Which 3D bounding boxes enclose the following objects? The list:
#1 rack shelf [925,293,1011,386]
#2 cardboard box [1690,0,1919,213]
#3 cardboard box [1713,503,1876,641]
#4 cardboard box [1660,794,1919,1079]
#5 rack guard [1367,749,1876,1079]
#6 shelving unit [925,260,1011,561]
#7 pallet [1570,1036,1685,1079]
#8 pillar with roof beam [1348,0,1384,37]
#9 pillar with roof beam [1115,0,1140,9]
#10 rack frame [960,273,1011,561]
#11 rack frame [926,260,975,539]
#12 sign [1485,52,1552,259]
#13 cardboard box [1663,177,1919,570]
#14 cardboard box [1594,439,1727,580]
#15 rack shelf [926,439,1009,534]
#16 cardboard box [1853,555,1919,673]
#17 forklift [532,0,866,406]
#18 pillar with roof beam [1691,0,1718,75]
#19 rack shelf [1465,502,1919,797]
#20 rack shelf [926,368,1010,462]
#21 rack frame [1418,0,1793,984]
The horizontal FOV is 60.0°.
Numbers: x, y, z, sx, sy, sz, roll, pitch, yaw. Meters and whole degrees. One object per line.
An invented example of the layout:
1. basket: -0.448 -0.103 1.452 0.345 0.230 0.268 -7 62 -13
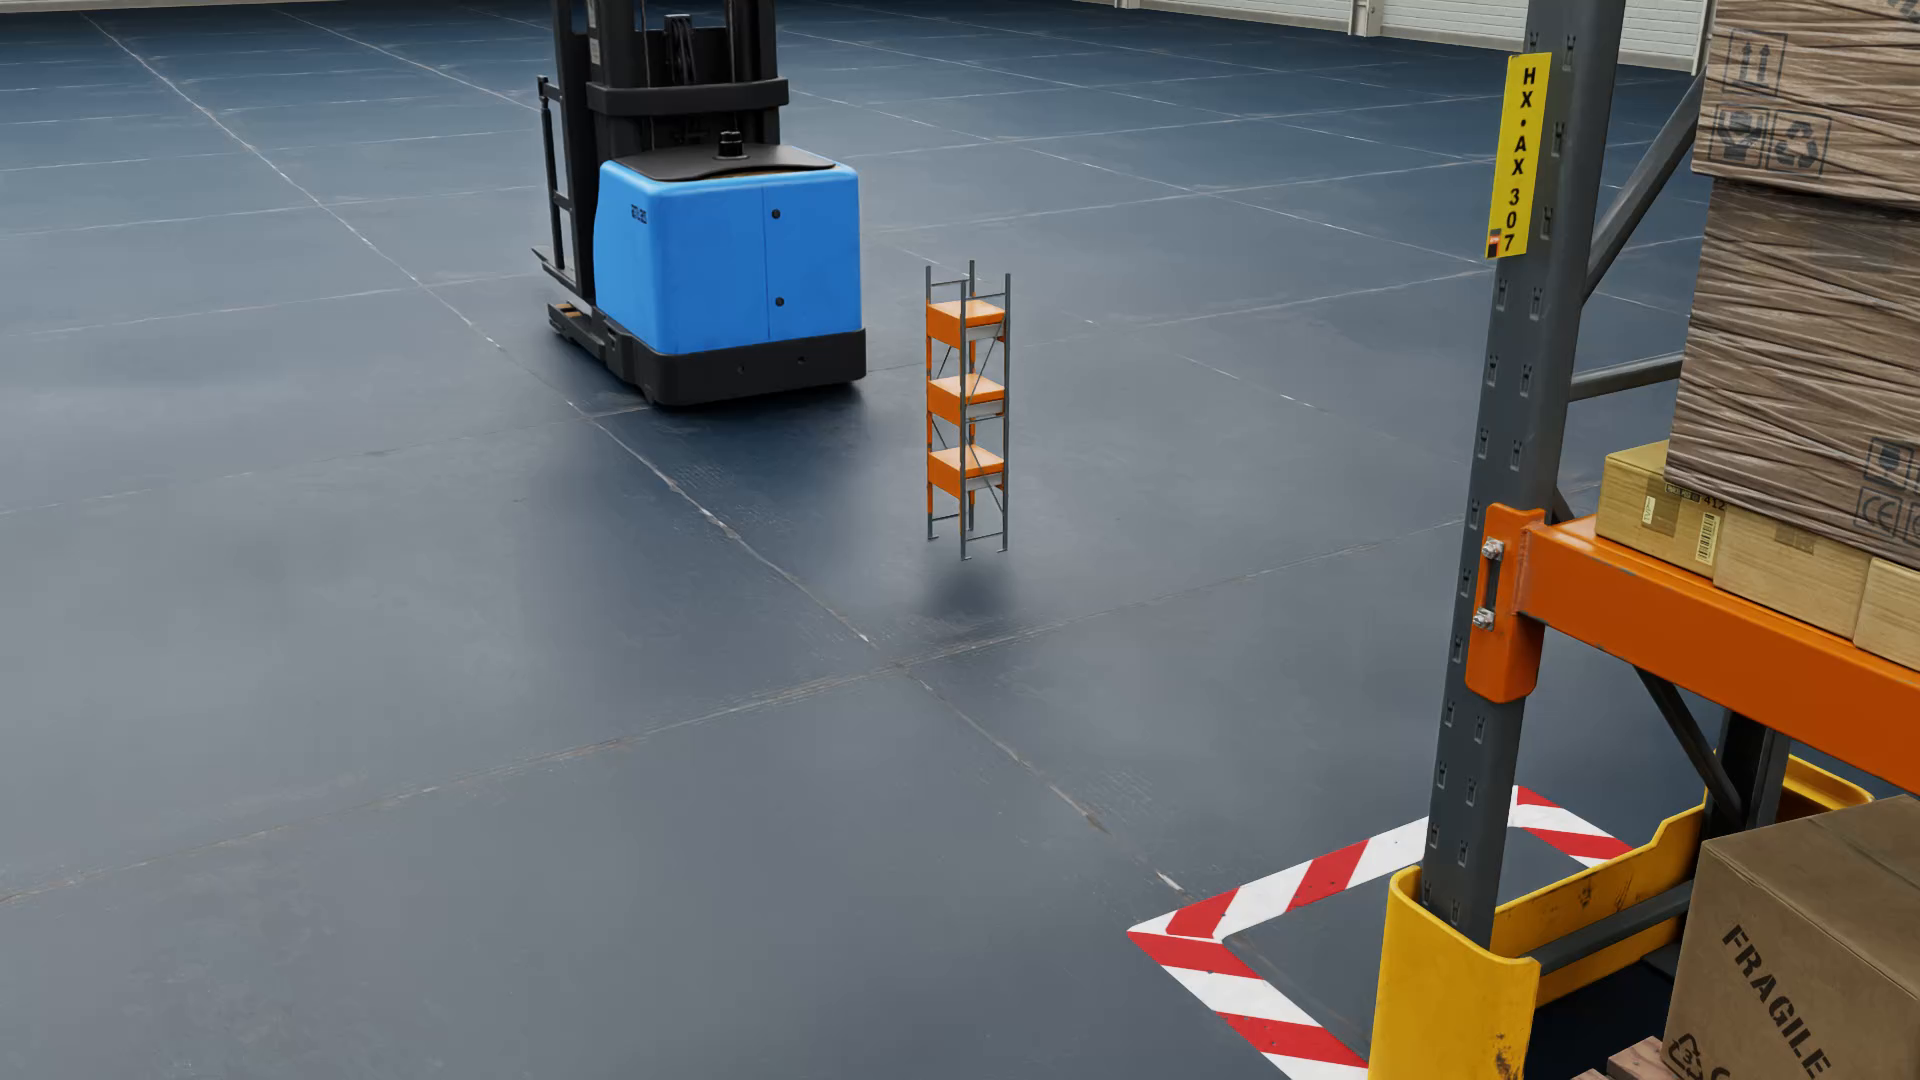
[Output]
1. rack shelf: 0.027 -0.722 5.968 0.215 0.259 0.240 -13 25 -28
2. cardboard box: 1.427 -0.746 2.307 0.500 0.500 0.500 -13 25 -28
3. cardboard box: 1.432 0.010 2.637 0.380 0.149 0.250 -13 25 -28
4. cardboard box: 1.685 0.840 3.024 0.500 0.500 0.500 -8 23 -18
5. rack guard: 1.419 0.853 3.548 1.175 0.500 0.348 -13 25 -28
6. shelving unit: 0.027 -0.469 6.071 0.215 1.050 0.252 -13 25 -28
7. pallet: 1.804 1.257 2.938 1.003 0.211 1.213 -13 25 -28
8. pillar with roof beam: 2.361 -10.905 21.190 9.100 9.000 0.400 -13 25 -28
9. pillar with roof beam: -0.704 -12.847 25.969 9.100 9.000 0.400 -13 25 -28
10. rack frame: 0.090 -0.430 5.974 0.200 1.050 0.008 -13 25 -28
11. rack frame: -0.035 -0.509 6.168 0.200 1.050 0.008 -13 25 -28
12. sign: 0.914 -0.626 2.718 0.100 0.325 0.005 -13 25 -28
13. cardboard box: 1.638 -0.330 2.612 0.875 0.500 0.500 -13 25 -28
14. cardboard box: 1.321 -0.075 2.845 0.380 0.149 0.250 -13 25 -28
15. rack shelf: 0.027 -0.202 6.180 0.215 0.259 0.240 -13 25 -28
16. cardboard box: 1.547 0.094 2.431 0.380 0.149 0.250 -13 25 -28
17. forklift: -1.592 -2.488 8.540 1.130 2.935 3.031 -11 25 -26
18. pillar with roof beam: 5.426 -8.963 16.412 9.100 9.000 0.400 -13 25 -28
19. rack shelf: 2.402 0.652 1.680 1.077 0.370 4.000 -13 25 -28
20. rack shelf: 0.027 -0.459 6.075 0.215 0.259 0.240 -13 25 -28
21. rack frame: 1.380 -0.329 3.138 1.000 3.000 0.127 -13 25 -28
